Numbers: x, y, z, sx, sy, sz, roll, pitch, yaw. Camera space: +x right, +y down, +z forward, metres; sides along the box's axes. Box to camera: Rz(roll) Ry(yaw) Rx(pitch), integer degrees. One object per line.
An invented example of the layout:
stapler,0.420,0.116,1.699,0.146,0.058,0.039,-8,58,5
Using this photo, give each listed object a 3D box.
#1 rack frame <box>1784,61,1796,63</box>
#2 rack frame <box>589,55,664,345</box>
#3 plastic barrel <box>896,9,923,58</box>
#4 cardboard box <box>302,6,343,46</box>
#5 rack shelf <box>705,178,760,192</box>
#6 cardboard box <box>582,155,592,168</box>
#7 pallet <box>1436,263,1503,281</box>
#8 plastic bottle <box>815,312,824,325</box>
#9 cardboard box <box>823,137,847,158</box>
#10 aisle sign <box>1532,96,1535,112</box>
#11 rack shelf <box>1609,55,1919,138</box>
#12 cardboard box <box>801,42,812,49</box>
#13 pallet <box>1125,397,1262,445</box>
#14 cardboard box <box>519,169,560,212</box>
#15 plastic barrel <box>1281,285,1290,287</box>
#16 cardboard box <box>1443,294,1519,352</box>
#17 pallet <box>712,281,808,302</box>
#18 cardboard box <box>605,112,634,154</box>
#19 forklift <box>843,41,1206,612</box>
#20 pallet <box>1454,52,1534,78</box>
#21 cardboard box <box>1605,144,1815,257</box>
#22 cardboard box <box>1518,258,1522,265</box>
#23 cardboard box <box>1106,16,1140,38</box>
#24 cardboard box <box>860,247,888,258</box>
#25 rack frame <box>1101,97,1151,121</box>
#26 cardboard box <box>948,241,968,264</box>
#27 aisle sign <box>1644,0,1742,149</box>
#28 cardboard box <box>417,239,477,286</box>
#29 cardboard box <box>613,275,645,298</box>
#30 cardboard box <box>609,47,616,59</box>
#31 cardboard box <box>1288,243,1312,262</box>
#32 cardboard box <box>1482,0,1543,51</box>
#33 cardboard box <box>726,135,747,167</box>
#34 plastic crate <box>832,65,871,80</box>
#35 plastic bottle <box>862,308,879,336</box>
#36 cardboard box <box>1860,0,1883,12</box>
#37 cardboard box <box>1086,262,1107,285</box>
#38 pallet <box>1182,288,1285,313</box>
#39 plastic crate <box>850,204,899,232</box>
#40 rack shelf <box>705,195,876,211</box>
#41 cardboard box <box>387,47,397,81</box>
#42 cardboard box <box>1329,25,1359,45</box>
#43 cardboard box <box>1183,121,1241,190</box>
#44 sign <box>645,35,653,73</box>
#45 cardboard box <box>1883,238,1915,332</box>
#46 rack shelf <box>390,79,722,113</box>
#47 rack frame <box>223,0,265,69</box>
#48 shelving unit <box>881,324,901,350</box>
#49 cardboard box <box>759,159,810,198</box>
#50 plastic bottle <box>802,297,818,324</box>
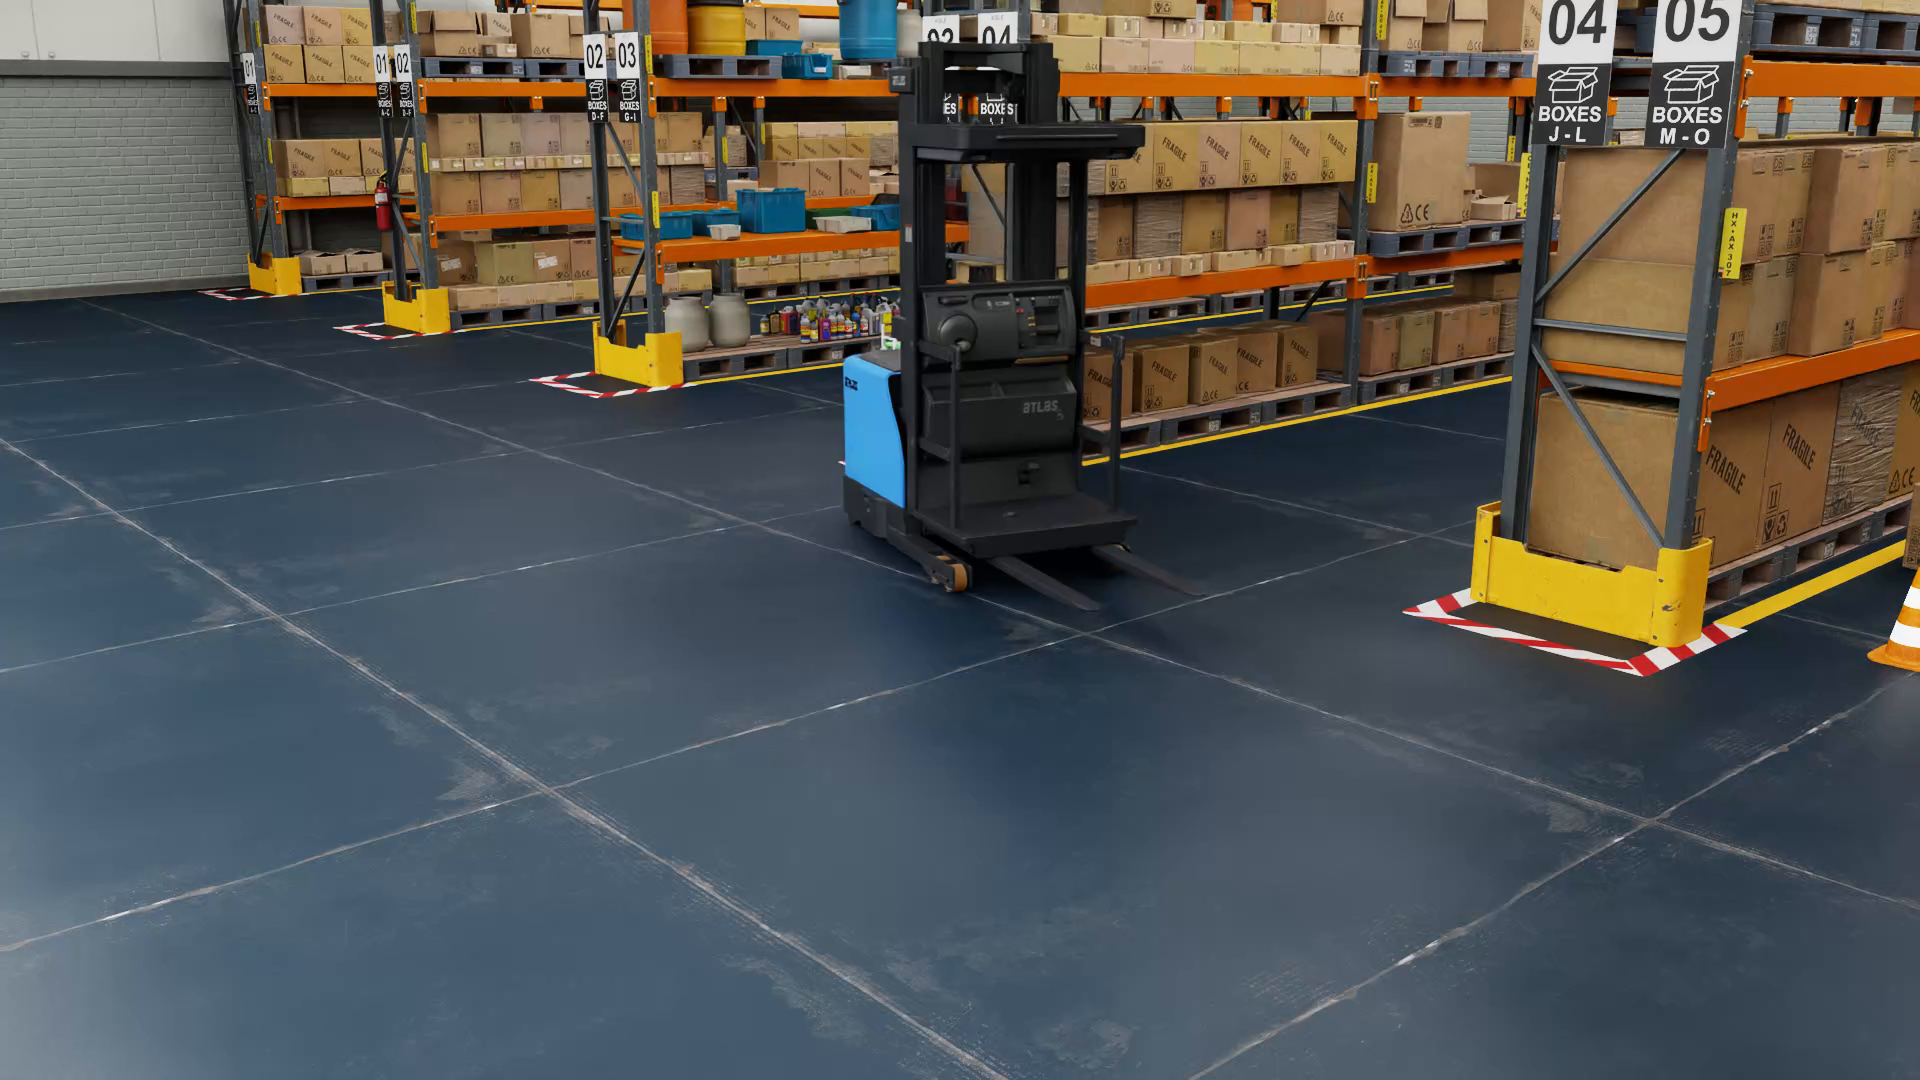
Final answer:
rack frame,9.159,-6.967,18.896,0.127,3.000,1.000,-13,19,-39
rack frame,-3.145,-3.000,15.670,0.127,3.000,1.000,-13,19,-39
plastic barrel,-0.581,-5.349,17.621,0.421,0.512,0.421,0,15,0
cardboard box,-8.786,-7.012,22.707,0.500,0.500,0.500,-13,20,-40
rack shelf,-5.122,-5.598,26.788,4.000,0.370,1.077,-13,19,-39
cardboard box,-4.598,-4.656,20.419,0.250,0.149,0.380,-12,19,-38
pallet,7.358,-4.026,24.912,1.213,0.211,1.003,-13,19,-39
plastic bottle,-1.499,-2.331,17.734,0.097,0.201,0.097,0,15,0
cardboard box,-2.302,-6.689,28.671,0.500,0.500,0.500,-13,20,-40
aisle sign,8.785,-7.037,25.743,0.004,0.787,0.394,-13,19,-39
rack shelf,4.795,-2.494,9.355,4.000,0.370,1.077,-13,19,-39
cardboard box,-2.920,-8.187,28.231,0.500,0.500,0.700,-14,20,-42
pallet,1.720,-1.038,13.727,1.213,0.211,1.003,-13,19,-39
cardboard box,-5.261,-4.263,20.203,0.500,0.500,0.700,-12,19,-39
plastic barrel,4.100,-3.671,22.039,0.708,0.588,0.600,-13,19,-39
cardboard box,5.239,-2.182,16.599,0.700,0.500,0.500,14,20,42
pallet,-2.846,-3.428,22.674,1.213,0.211,1.003,-13,19,-39
cardboard box,-4.465,-5.071,20.714,0.500,0.500,0.700,-13,20,-39
forklift,0.316,-1.248,9.244,1.130,2.935,3.031,-7,16,-23
pallet,4.440,-4.332,15.208,1.003,0.211,1.213,-13,19,-39
cardboard box,3.946,-1.814,8.845,0.550,0.550,0.875,-13,19,-39
cardboard box,6.676,-2.680,17.776,0.875,0.875,1.225,-14,20,-42
cardboard box,1.087,-3.731,12.111,0.250,0.149,0.380,-12,19,-37
cardboard box,-1.362,-4.155,23.420,0.500,0.311,0.500,-13,20,-40
rack frame,2.659,-5.998,26.893,0.127,3.000,1.000,-13,19,-39
cardboard box,0.173,-4.347,24.702,0.500,0.500,0.500,-12,19,-37
aisle sign,3.430,-2.239,7.782,0.004,0.787,0.394,-13,19,-39
cardboard box,-6.184,-3.351,20.043,0.500,0.500,0.500,-13,19,-39
cardboard box,-4.333,-3.226,21.028,0.500,0.250,0.500,-13,19,-39
cardboard box,-4.106,-5.984,20.428,0.250,0.149,0.380,-13,19,-39
cardboard box,2.732,-2.427,14.012,0.250,0.149,0.380,-13,19,-39
cardboard box,5.183,-4.831,15.548,0.500,0.500,0.500,-12,19,-38
cardboard box,-3.961,-6.463,27.589,0.700,0.500,0.500,13,20,40
plastic crate,-1.072,-4.649,16.541,0.396,0.136,0.243,-13,19,-39
plastic bottle,-0.937,-2.295,17.456,0.135,0.276,0.152,-12,19,-38
cardboard box,4.517,-2.799,8.583,0.250,0.149,0.380,-13,19,-39
cardboard box,0.878,-1.995,12.391,0.250,0.149,0.380,-13,19,-39
pallet,3.458,-3.150,21.633,1.213,0.211,1.003,-13,19,-39
plastic crate,-0.784,-3.366,17.326,0.616,0.251,0.499,-13,19,-39
rack shelf,-1.867,-4.634,23.180,4.000,0.370,1.077,-13,19,-39
cardboard box,-8.024,-6.712,23.519,0.500,0.500,0.500,-11,19,-36
cardboard box,3.069,-4.172,13.761,0.250,0.149,0.380,-12,19,-38
cardboard box,1.832,-3.005,12.981,0.500,0.500,0.500,-13,19,-39
sign,-2.787,-4.346,14.878,0.005,0.325,0.100,-13,19,-39
cardboard box,5.149,-1.572,10.033,0.550,0.550,0.875,-13,19,-39
rack shelf,-4.885,-5.406,20.256,4.000,0.370,1.077,-13,19,-39
rack frame,-9.648,-7.827,22.116,0.127,3.000,1.000,-13,19,-39
shelving unit,-0.228,-0.833,11.020,0.503,1.200,0.258,-6,14,-22
cardboard box,-2.388,-4.907,22.615,0.500,0.500,0.500,-11,18,-35
plastic bottle,-1.612,-2.419,17.775,0.185,0.351,0.144,-12,19,-37
